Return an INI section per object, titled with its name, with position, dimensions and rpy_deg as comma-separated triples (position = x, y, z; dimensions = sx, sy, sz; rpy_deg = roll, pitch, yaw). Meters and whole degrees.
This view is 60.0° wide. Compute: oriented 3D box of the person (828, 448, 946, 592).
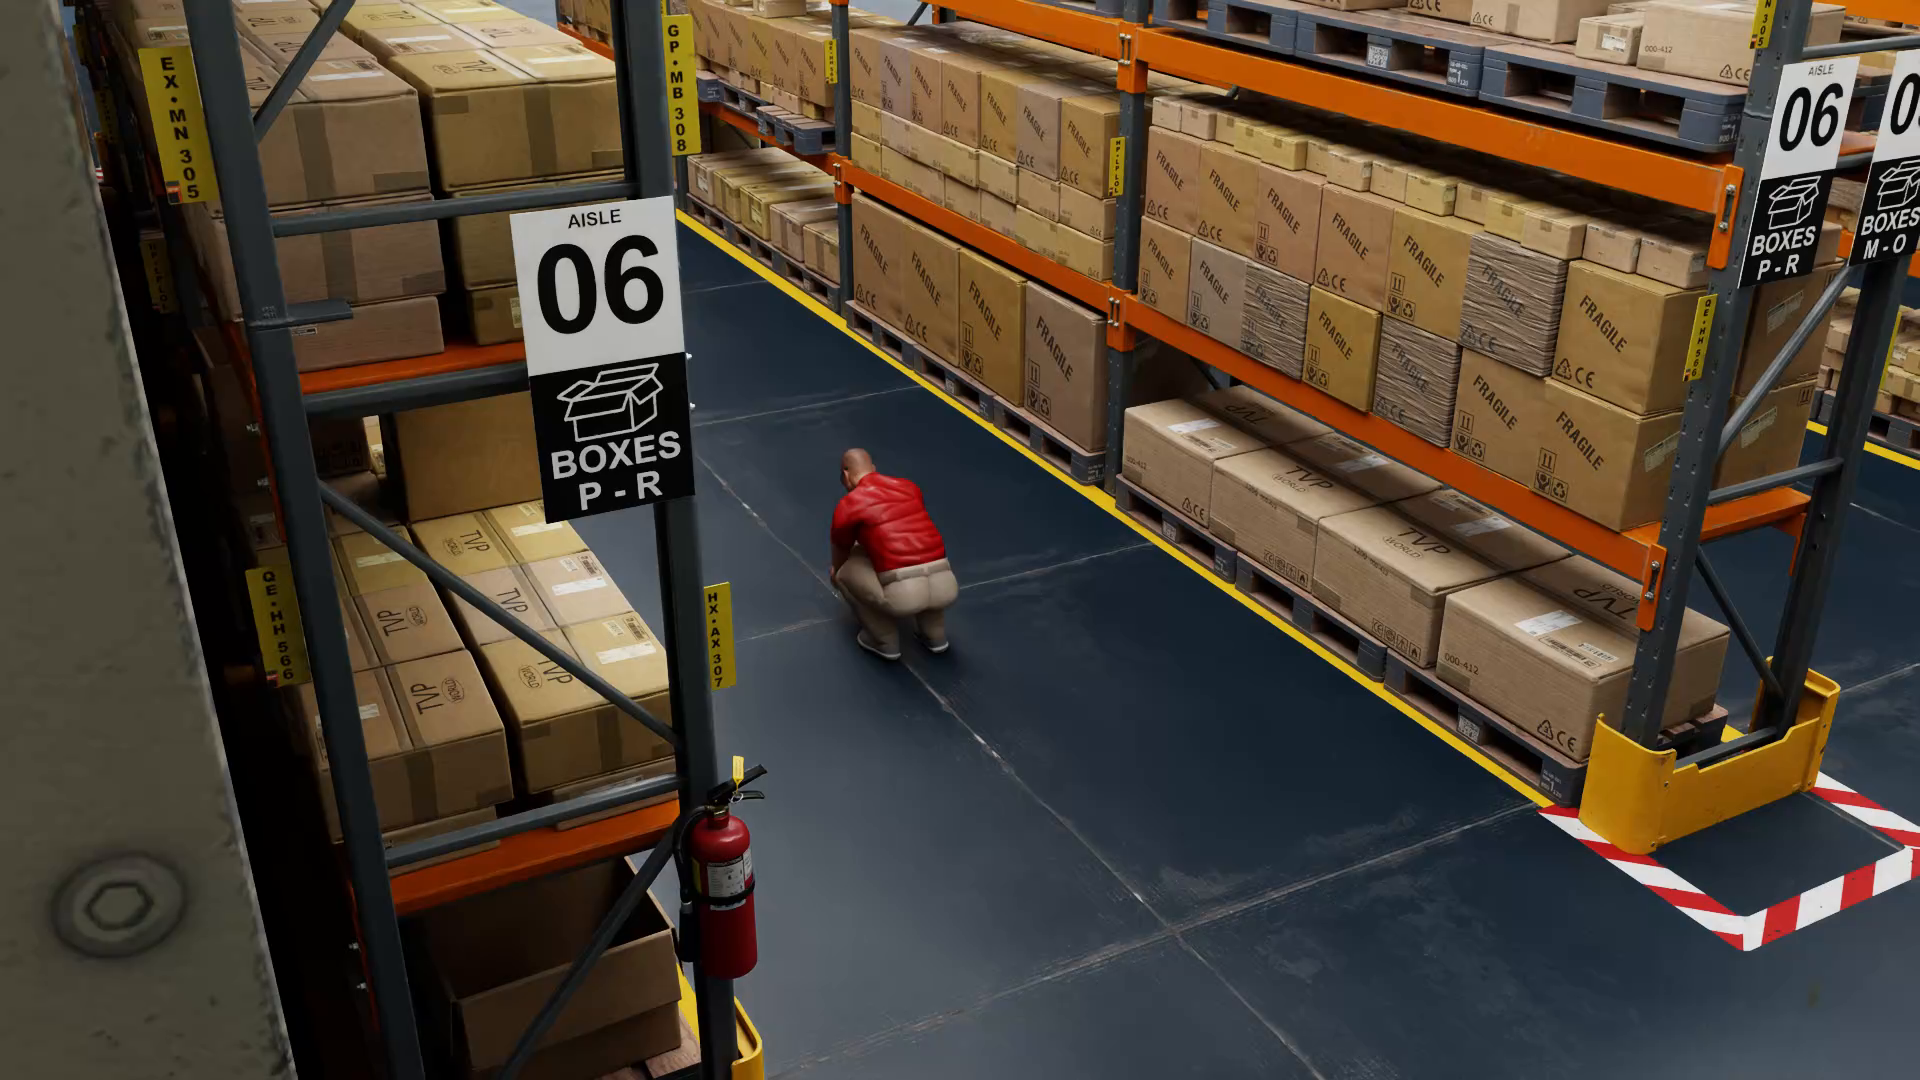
[person]
position = -0.391, -0.011, 8.473
dimensions = 0.537, 0.860, 0.770
rpy_deg = -13, 28, -26
